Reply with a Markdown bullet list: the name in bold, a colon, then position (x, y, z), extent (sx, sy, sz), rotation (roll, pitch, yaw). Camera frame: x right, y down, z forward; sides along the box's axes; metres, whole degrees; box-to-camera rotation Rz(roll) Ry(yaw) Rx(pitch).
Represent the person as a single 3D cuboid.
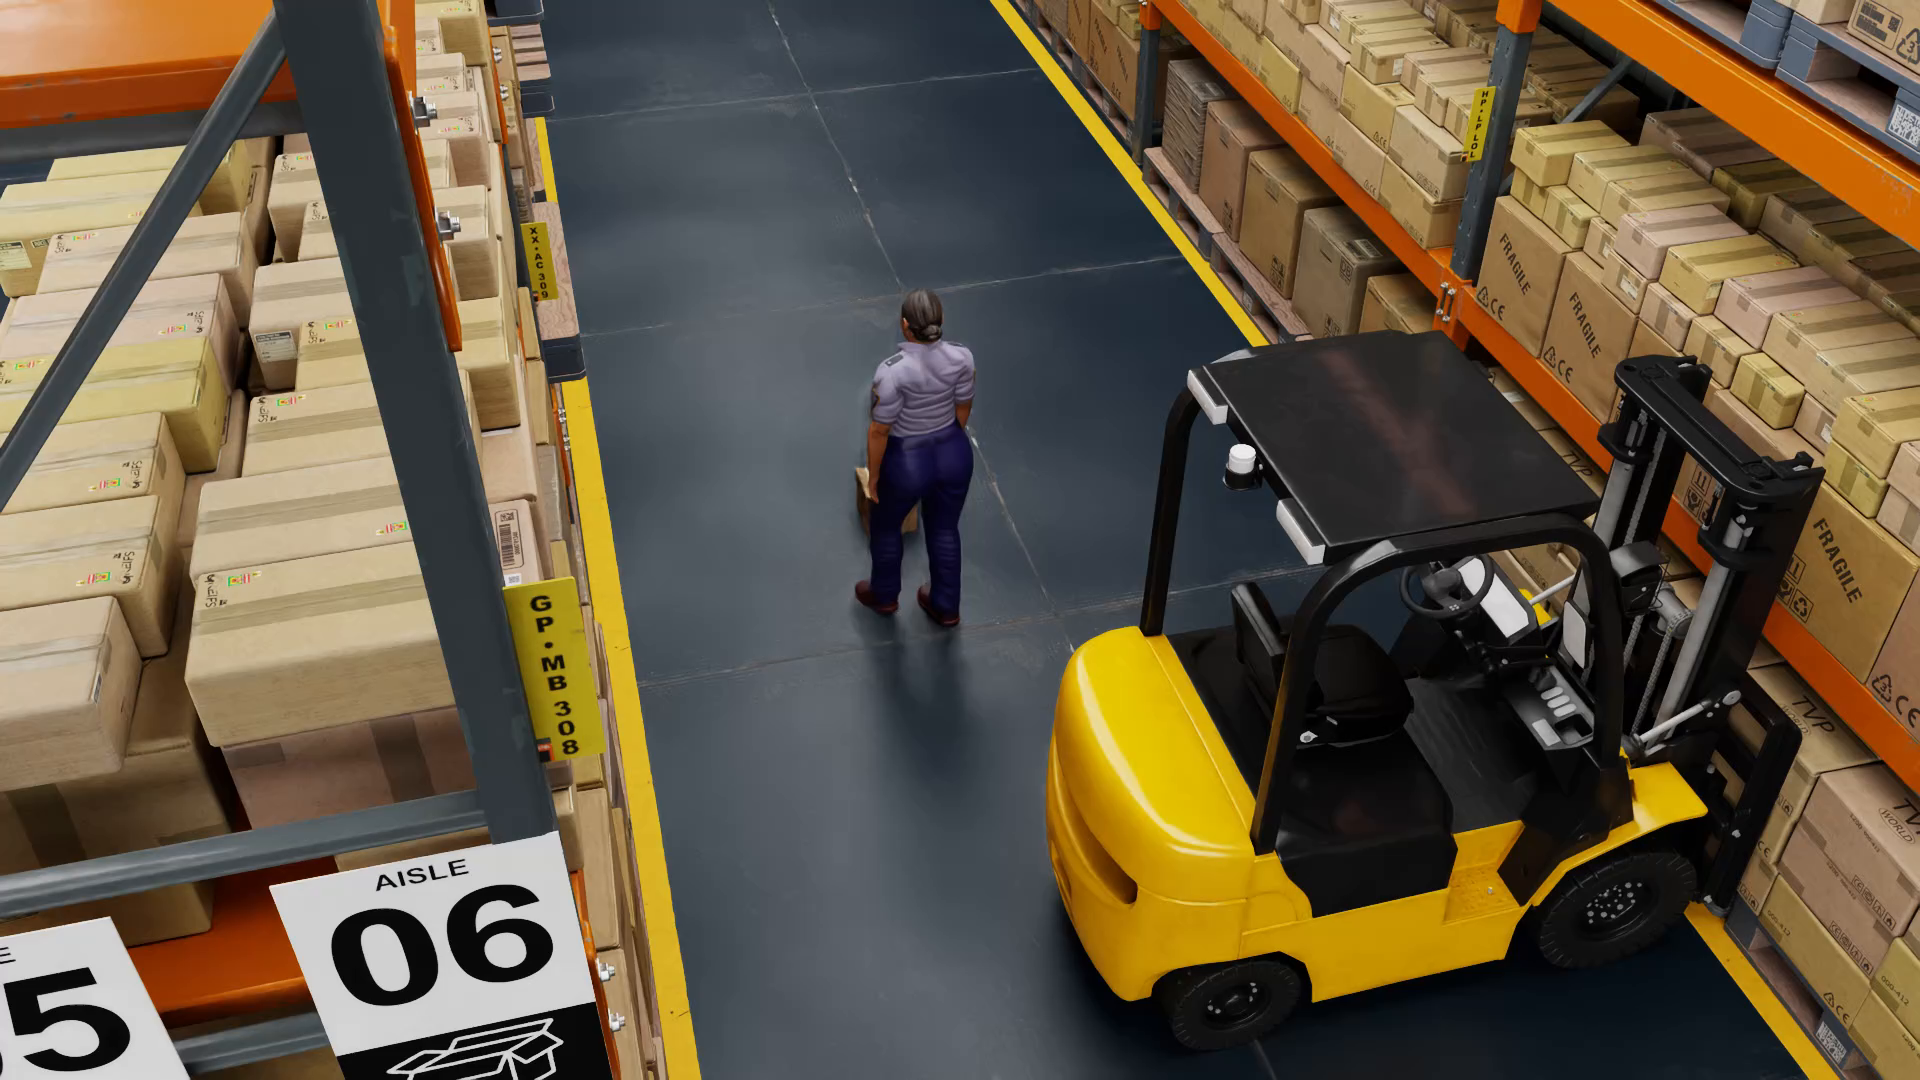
- **person**: position (-0.196, -0.349, 7.163), extent (0.497, 1.671, 0.500), rotation (-17, 42, -21)
